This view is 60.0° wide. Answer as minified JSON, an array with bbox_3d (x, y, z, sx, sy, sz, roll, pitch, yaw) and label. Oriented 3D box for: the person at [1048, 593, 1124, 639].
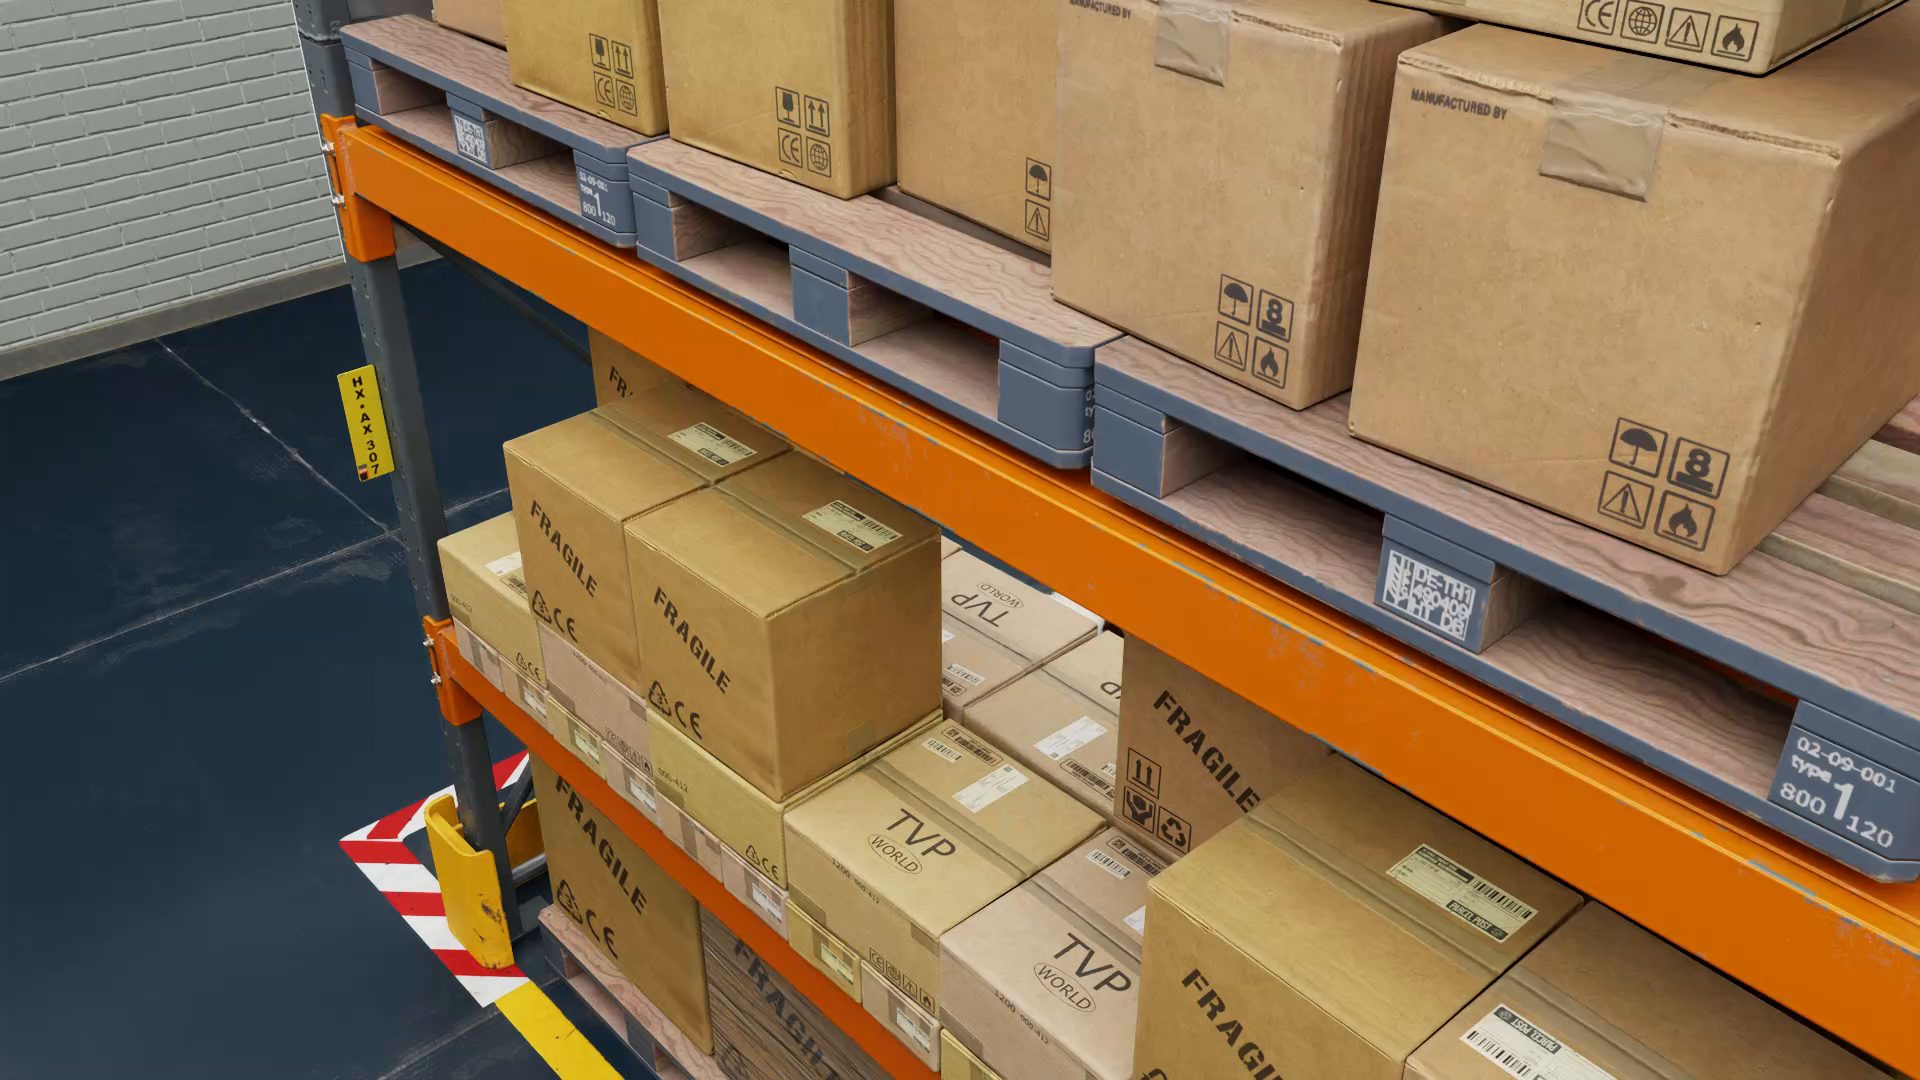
[{"bbox_3d":[0.439,0.509,6.026,0.583,0.999,0.876,-26,40,-36],"label":"person"}]
